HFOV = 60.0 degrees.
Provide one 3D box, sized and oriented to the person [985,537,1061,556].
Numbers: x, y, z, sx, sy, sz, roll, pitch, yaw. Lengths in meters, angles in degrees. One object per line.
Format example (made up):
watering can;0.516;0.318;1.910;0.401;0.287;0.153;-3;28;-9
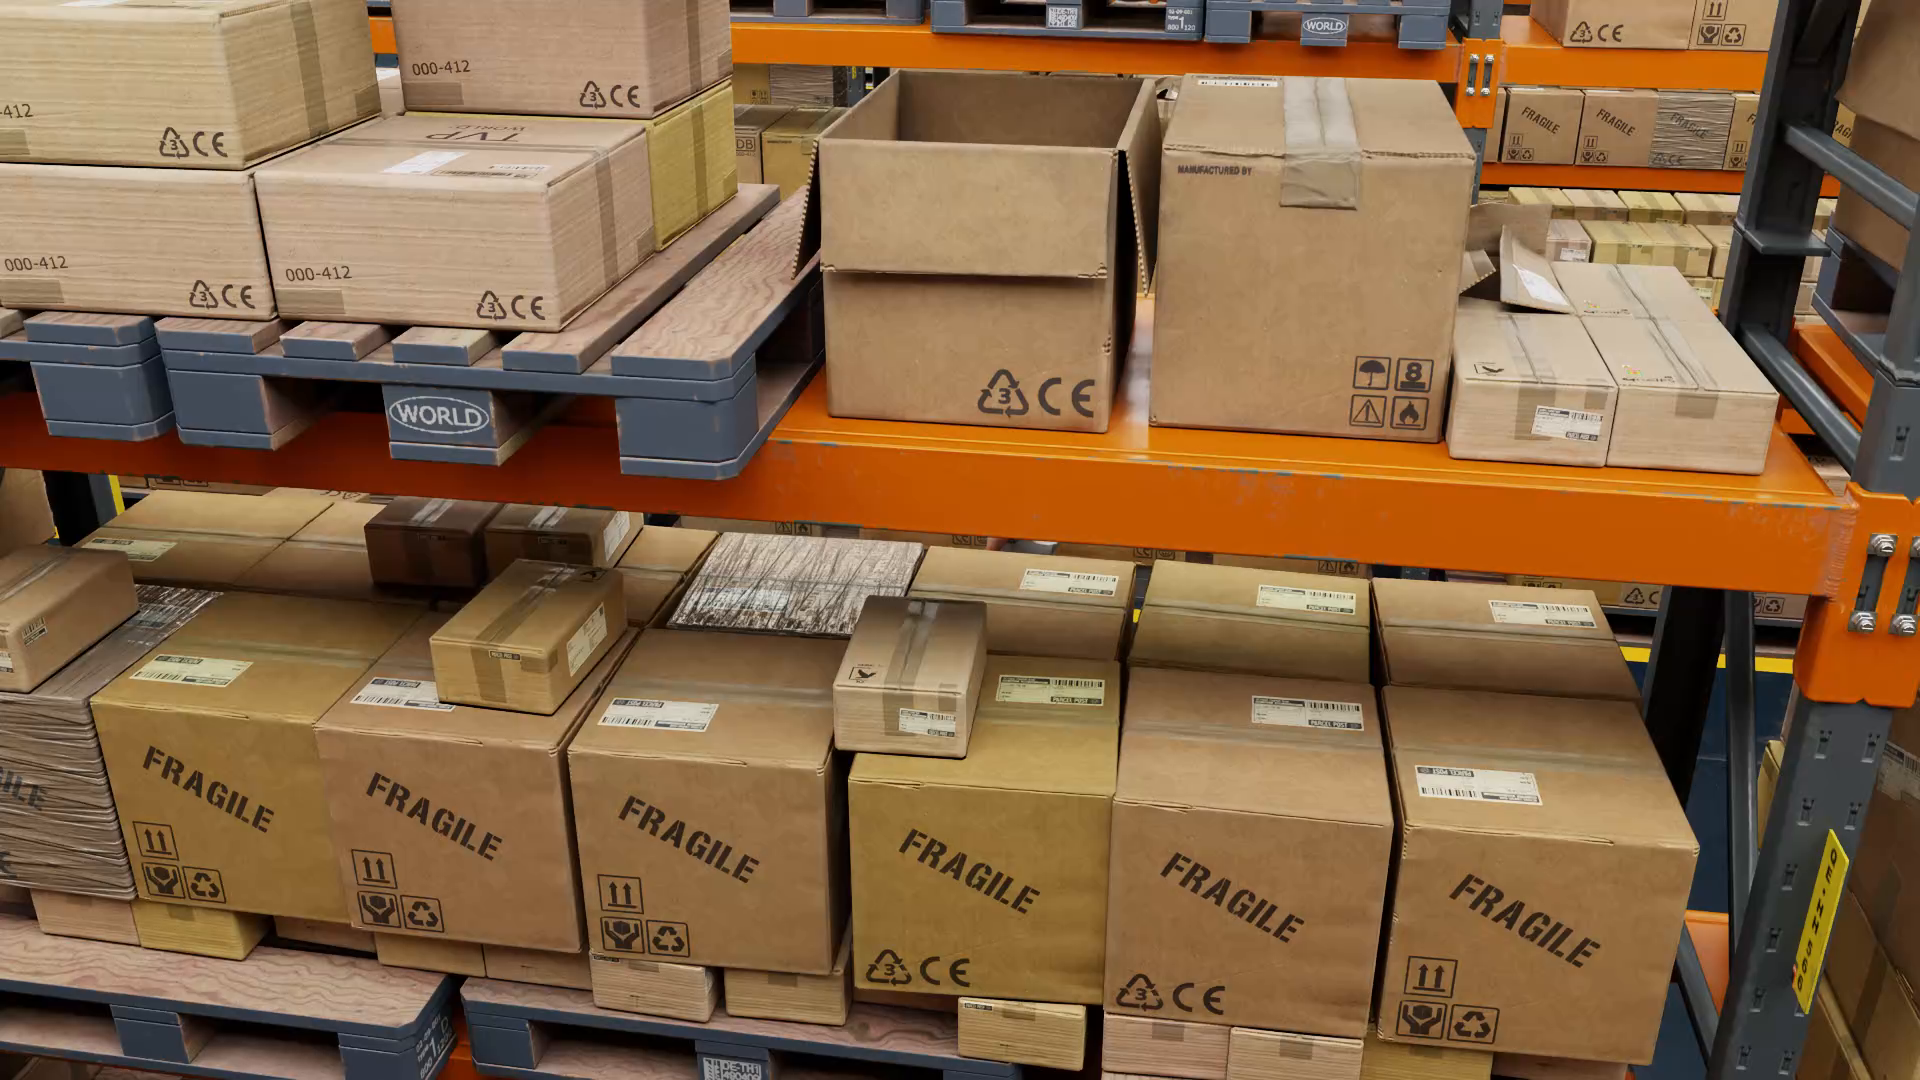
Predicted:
person;0.209;-0.088;7.234;0.573;1.779;0.641;10;26;20
